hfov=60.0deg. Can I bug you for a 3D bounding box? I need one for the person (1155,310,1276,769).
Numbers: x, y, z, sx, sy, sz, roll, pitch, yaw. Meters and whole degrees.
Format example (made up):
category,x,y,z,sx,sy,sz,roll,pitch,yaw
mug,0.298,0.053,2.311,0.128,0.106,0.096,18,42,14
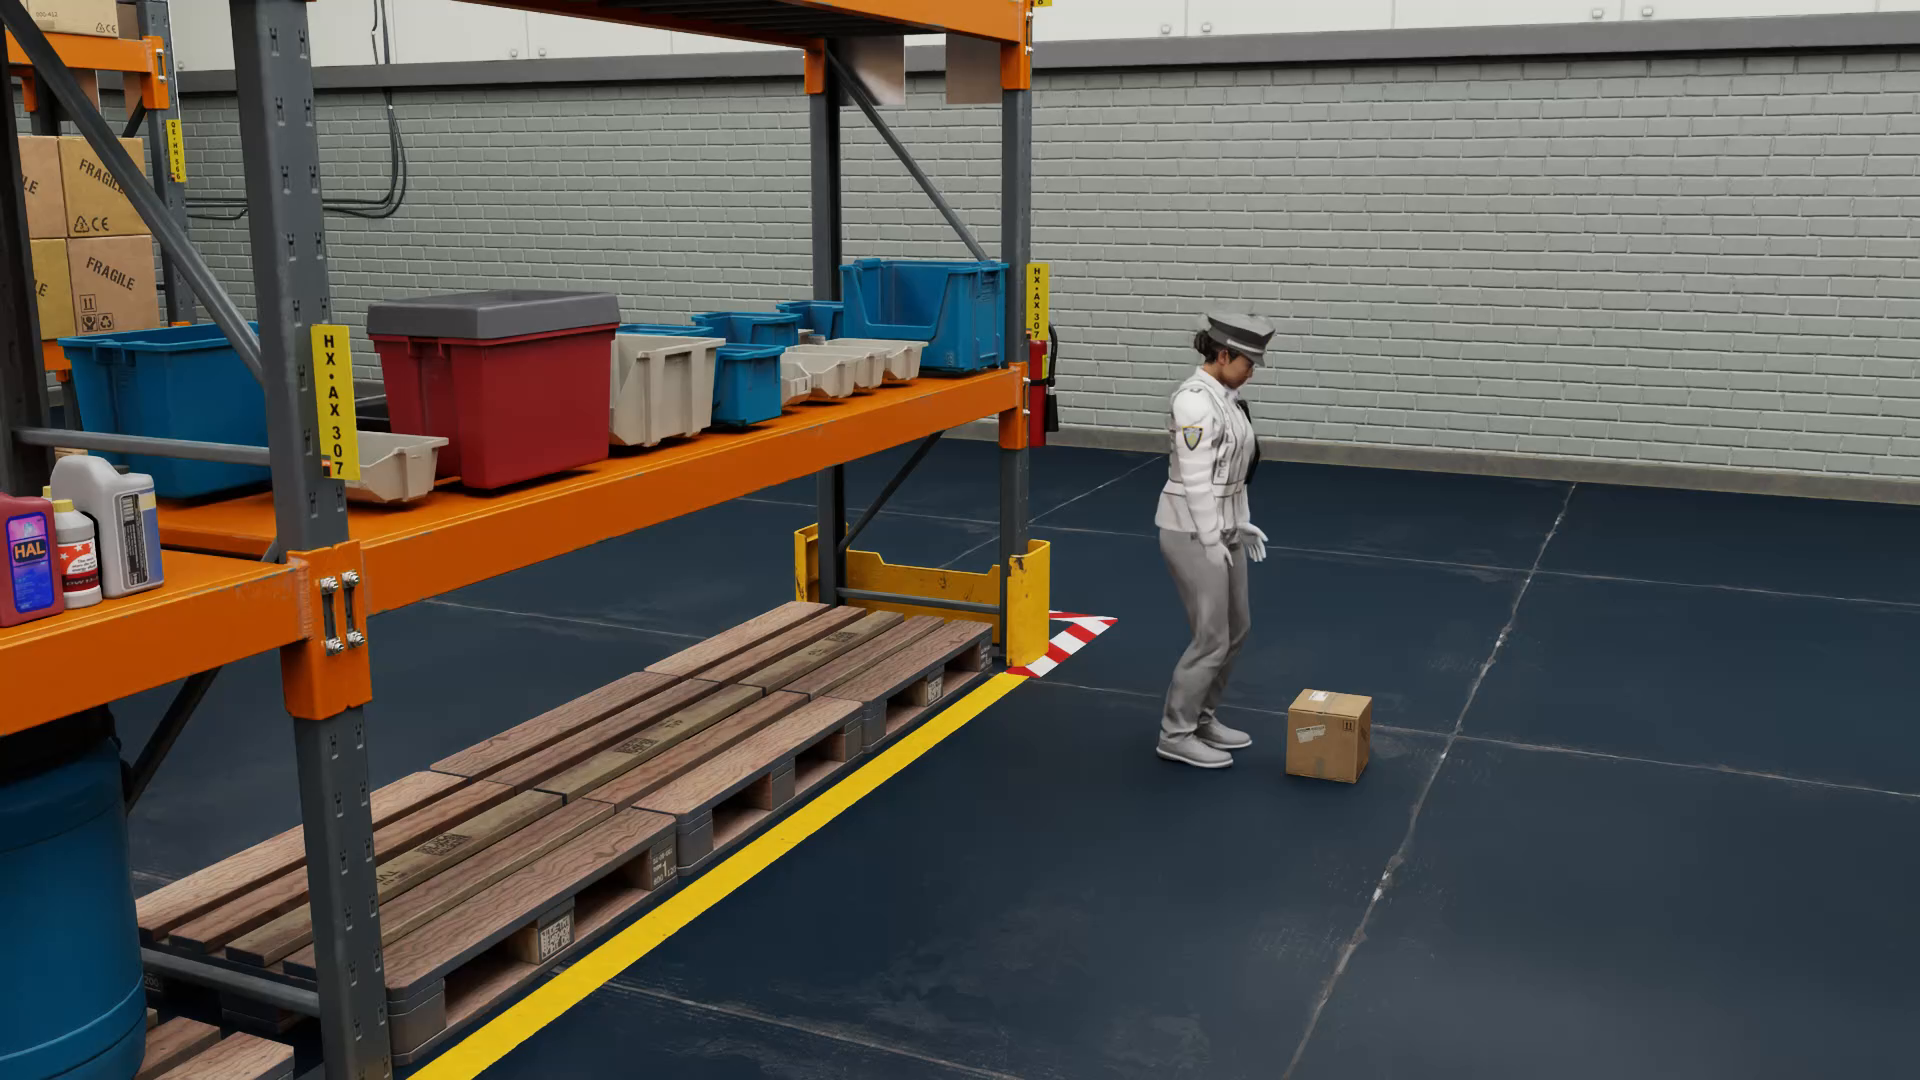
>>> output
category,x,y,z,sx,sy,sz,roll,pitch,yaw
person,0.926,-0.010,6.079,0.396,1.647,0.488,6,14,25
